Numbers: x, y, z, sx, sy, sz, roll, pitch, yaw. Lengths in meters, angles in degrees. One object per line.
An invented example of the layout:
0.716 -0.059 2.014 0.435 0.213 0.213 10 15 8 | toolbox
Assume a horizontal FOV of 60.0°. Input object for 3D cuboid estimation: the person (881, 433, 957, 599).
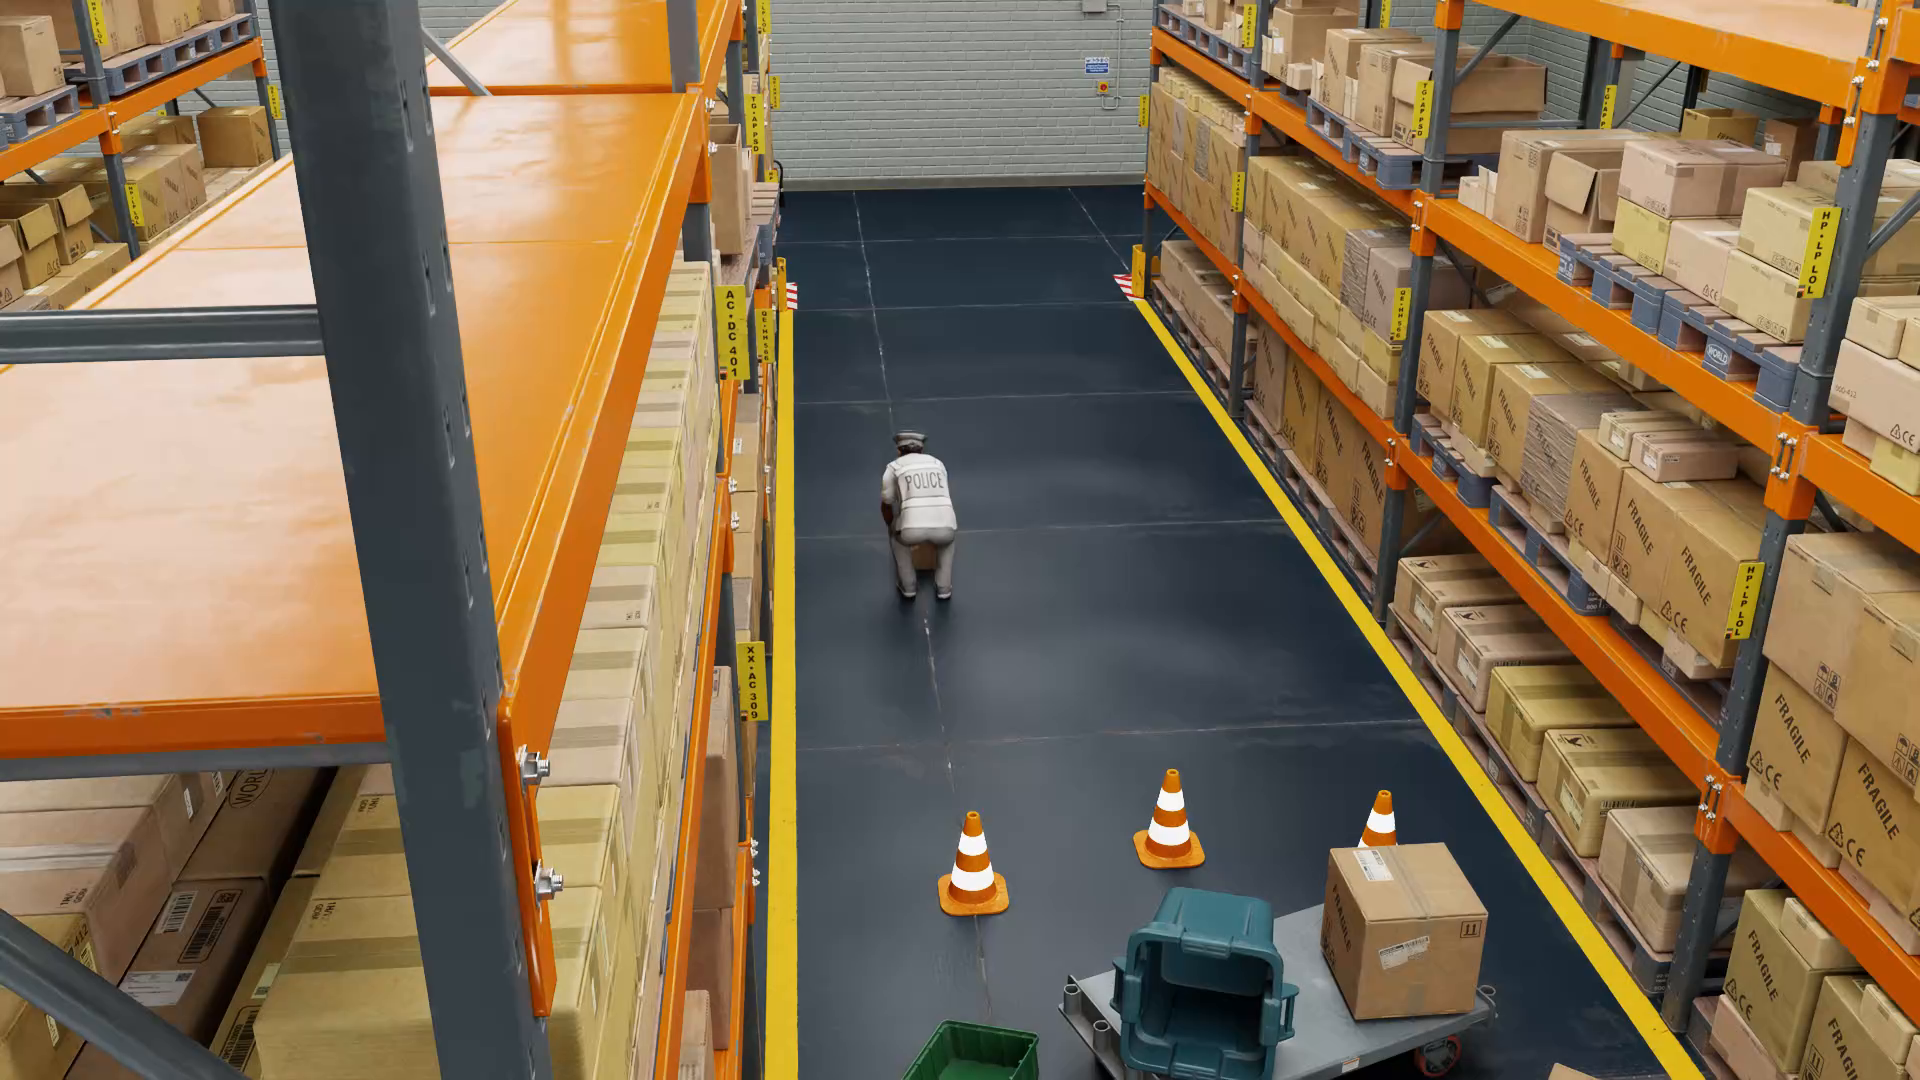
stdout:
-0.280 -0.159 11.244 0.493 1.034 0.845 -2 24 -5 | person
